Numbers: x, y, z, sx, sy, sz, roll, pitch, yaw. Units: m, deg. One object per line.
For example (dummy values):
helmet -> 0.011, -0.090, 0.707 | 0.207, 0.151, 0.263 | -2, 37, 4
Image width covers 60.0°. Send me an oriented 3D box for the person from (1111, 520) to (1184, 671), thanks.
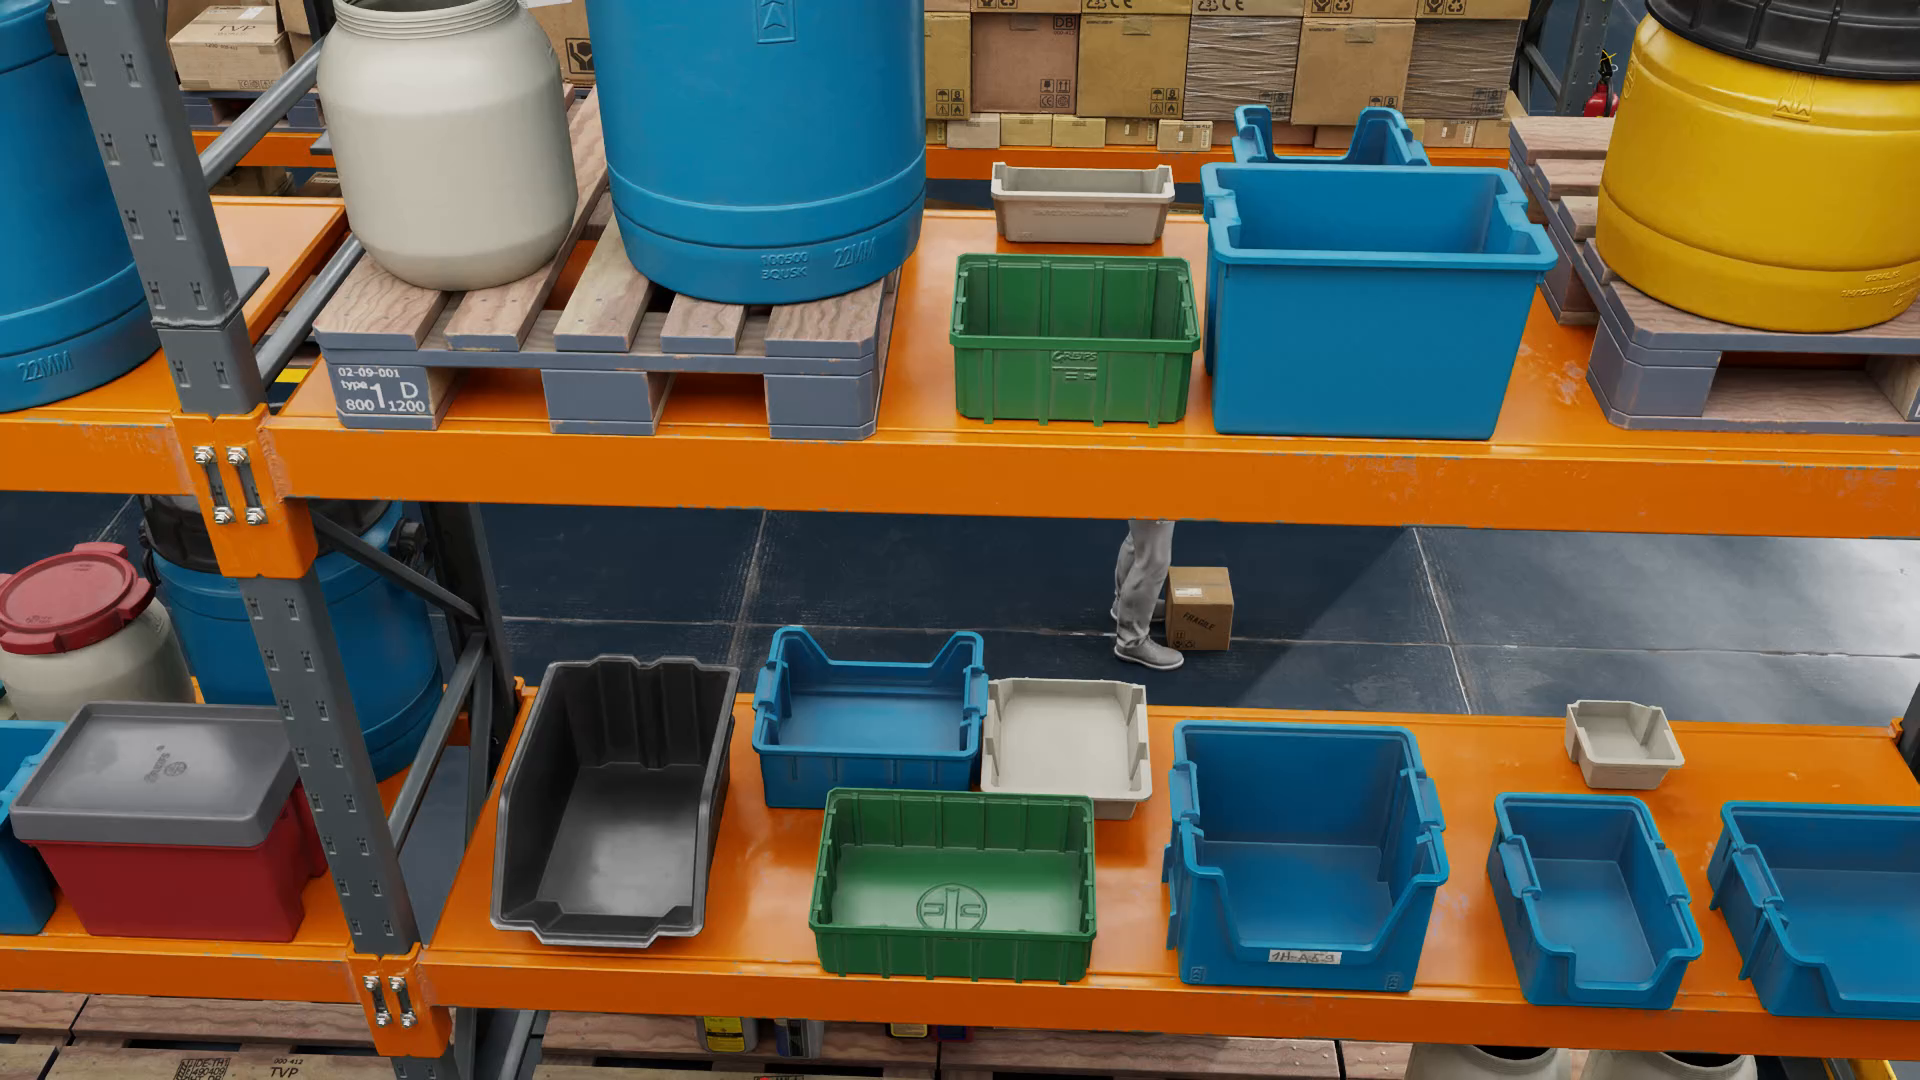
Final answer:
person -> 0.752, -0.290, 6.545 | 0.376, 1.662, 0.542 | -1, 36, -1
